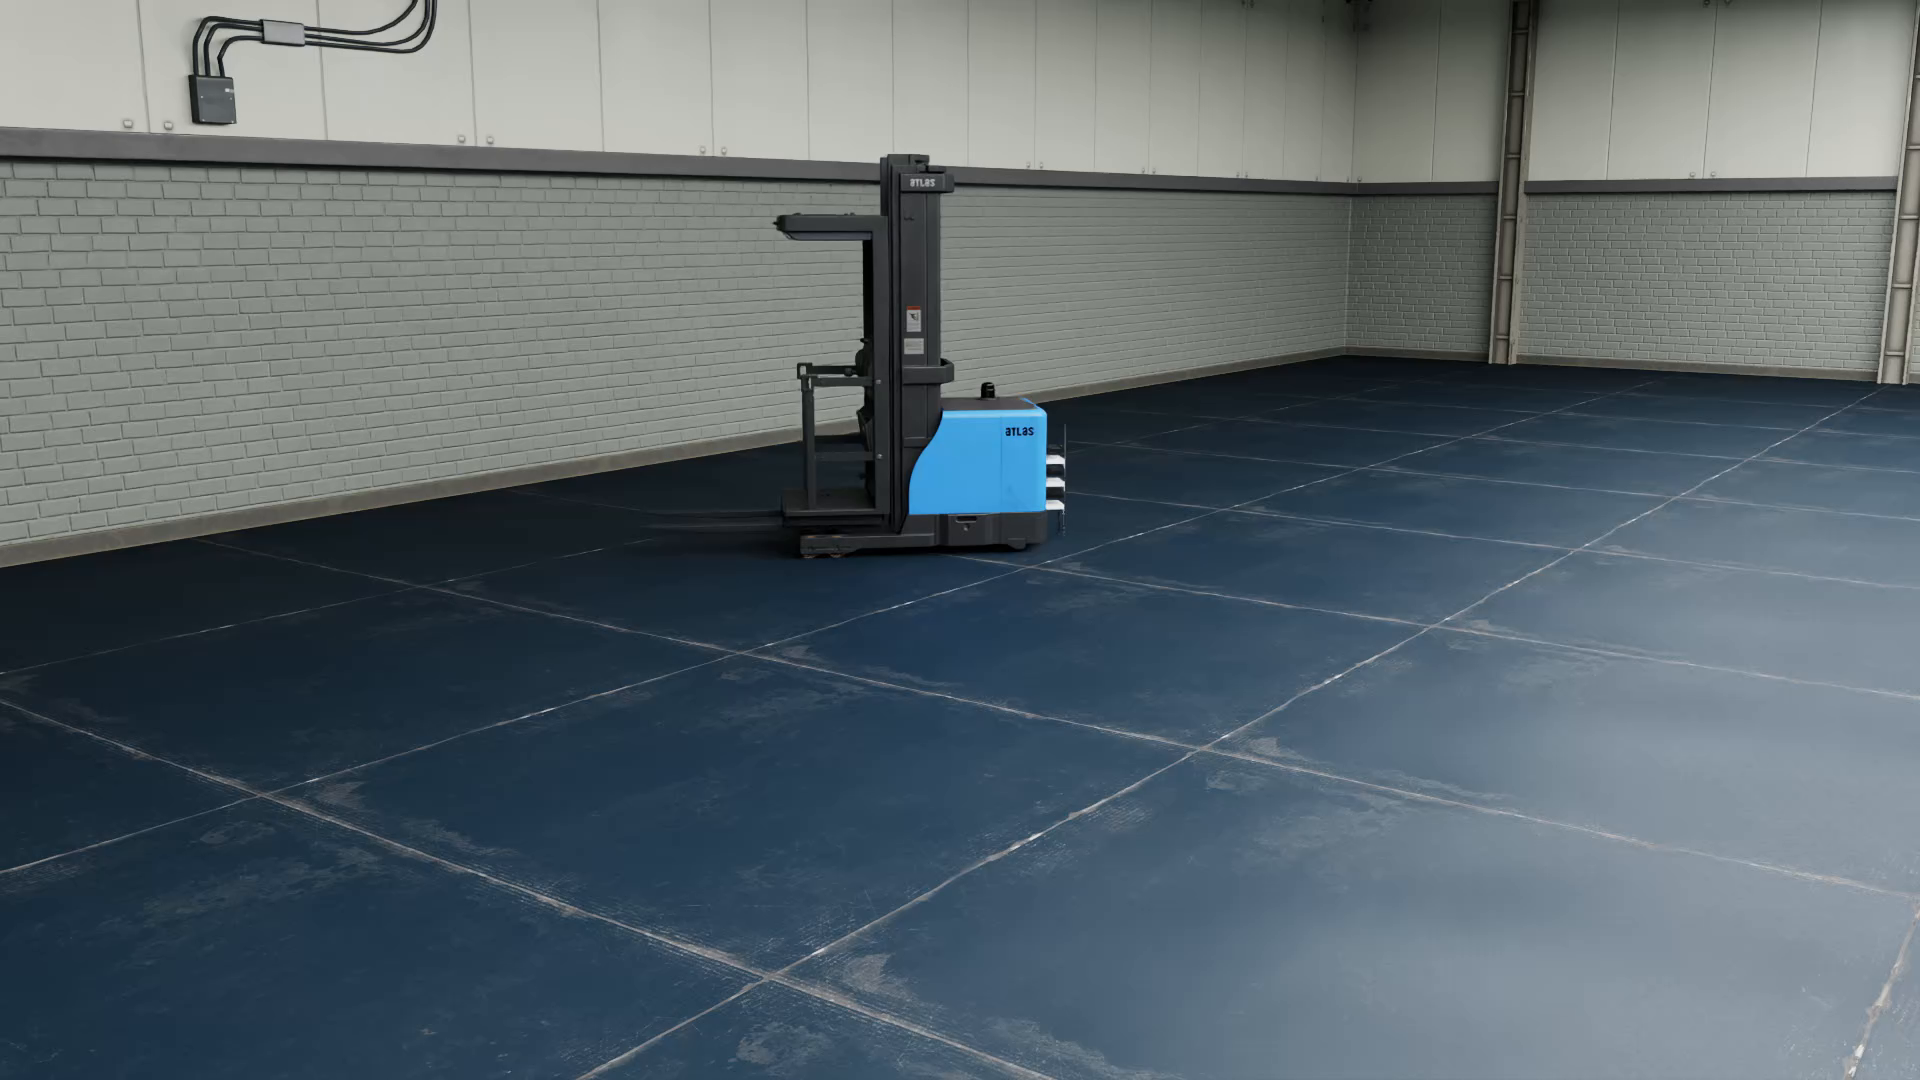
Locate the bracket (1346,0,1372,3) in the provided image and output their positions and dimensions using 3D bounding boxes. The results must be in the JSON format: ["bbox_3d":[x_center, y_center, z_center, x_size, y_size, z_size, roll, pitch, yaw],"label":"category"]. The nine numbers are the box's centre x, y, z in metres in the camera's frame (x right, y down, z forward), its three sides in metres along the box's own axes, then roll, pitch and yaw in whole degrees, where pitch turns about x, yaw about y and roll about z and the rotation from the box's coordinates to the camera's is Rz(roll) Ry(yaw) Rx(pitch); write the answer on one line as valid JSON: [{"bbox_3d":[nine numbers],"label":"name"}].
[{"bbox_3d":[6.983,-9.521,29.075,0.430,0.232,0.235,8,13,36],"label":"bracket"}]

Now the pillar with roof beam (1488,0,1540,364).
[{"bbox_3d":[6.890,-6.836,24.673,0.548,9.000,9.100,8,13,36],"label":"pillar with roof beam"}]

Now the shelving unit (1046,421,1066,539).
[{"bbox_3d":[0.703,-0.472,13.102,0.210,0.900,0.258,-1,11,-7],"label":"shelving unit"}]

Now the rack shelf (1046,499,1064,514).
[{"bbox_3d":[0.703,-0.263,13.142,0.200,0.077,0.258,-1,11,-7],"label":"rack shelf"}]

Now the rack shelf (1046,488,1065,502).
[{"bbox_3d":[0.703,-0.351,13.125,0.200,0.077,0.258,-1,11,-7],"label":"rack shelf"}]

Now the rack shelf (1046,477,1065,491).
[{"bbox_3d":[0.703,-0.440,13.108,0.200,0.077,0.258,-1,11,-7],"label":"rack shelf"}]

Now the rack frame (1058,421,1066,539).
[{"bbox_3d":[0.804,-0.475,13.114,0.006,0.900,0.240,-1,11,-7],"label":"rack frame"}]

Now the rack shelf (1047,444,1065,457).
[{"bbox_3d":[0.703,-0.705,13.057,0.200,0.077,0.258,-1,11,-7],"label":"rack shelf"}]

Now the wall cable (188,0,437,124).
[{"bbox_3d":[-5.167,-6.328,13.092,0.169,6.003,2.305,8,13,36],"label":"wall cable"}]

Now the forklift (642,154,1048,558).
[{"bbox_3d":[-0.893,-1.410,12.599,3.031,2.935,1.130,-1,11,-7],"label":"forklift"}]

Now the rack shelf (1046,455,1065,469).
[{"bbox_3d":[0.703,-0.616,13.074,0.200,0.077,0.258,-1,11,-7],"label":"rack shelf"}]

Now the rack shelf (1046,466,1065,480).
[{"bbox_3d":[0.703,-0.528,13.091,0.200,0.077,0.258,-1,11,-7],"label":"rack shelf"}]

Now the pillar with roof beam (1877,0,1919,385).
[{"bbox_3d":[11.726,-6.161,21.186,0.400,9.000,9.100,8,13,36],"label":"pillar with roof beam"}]
